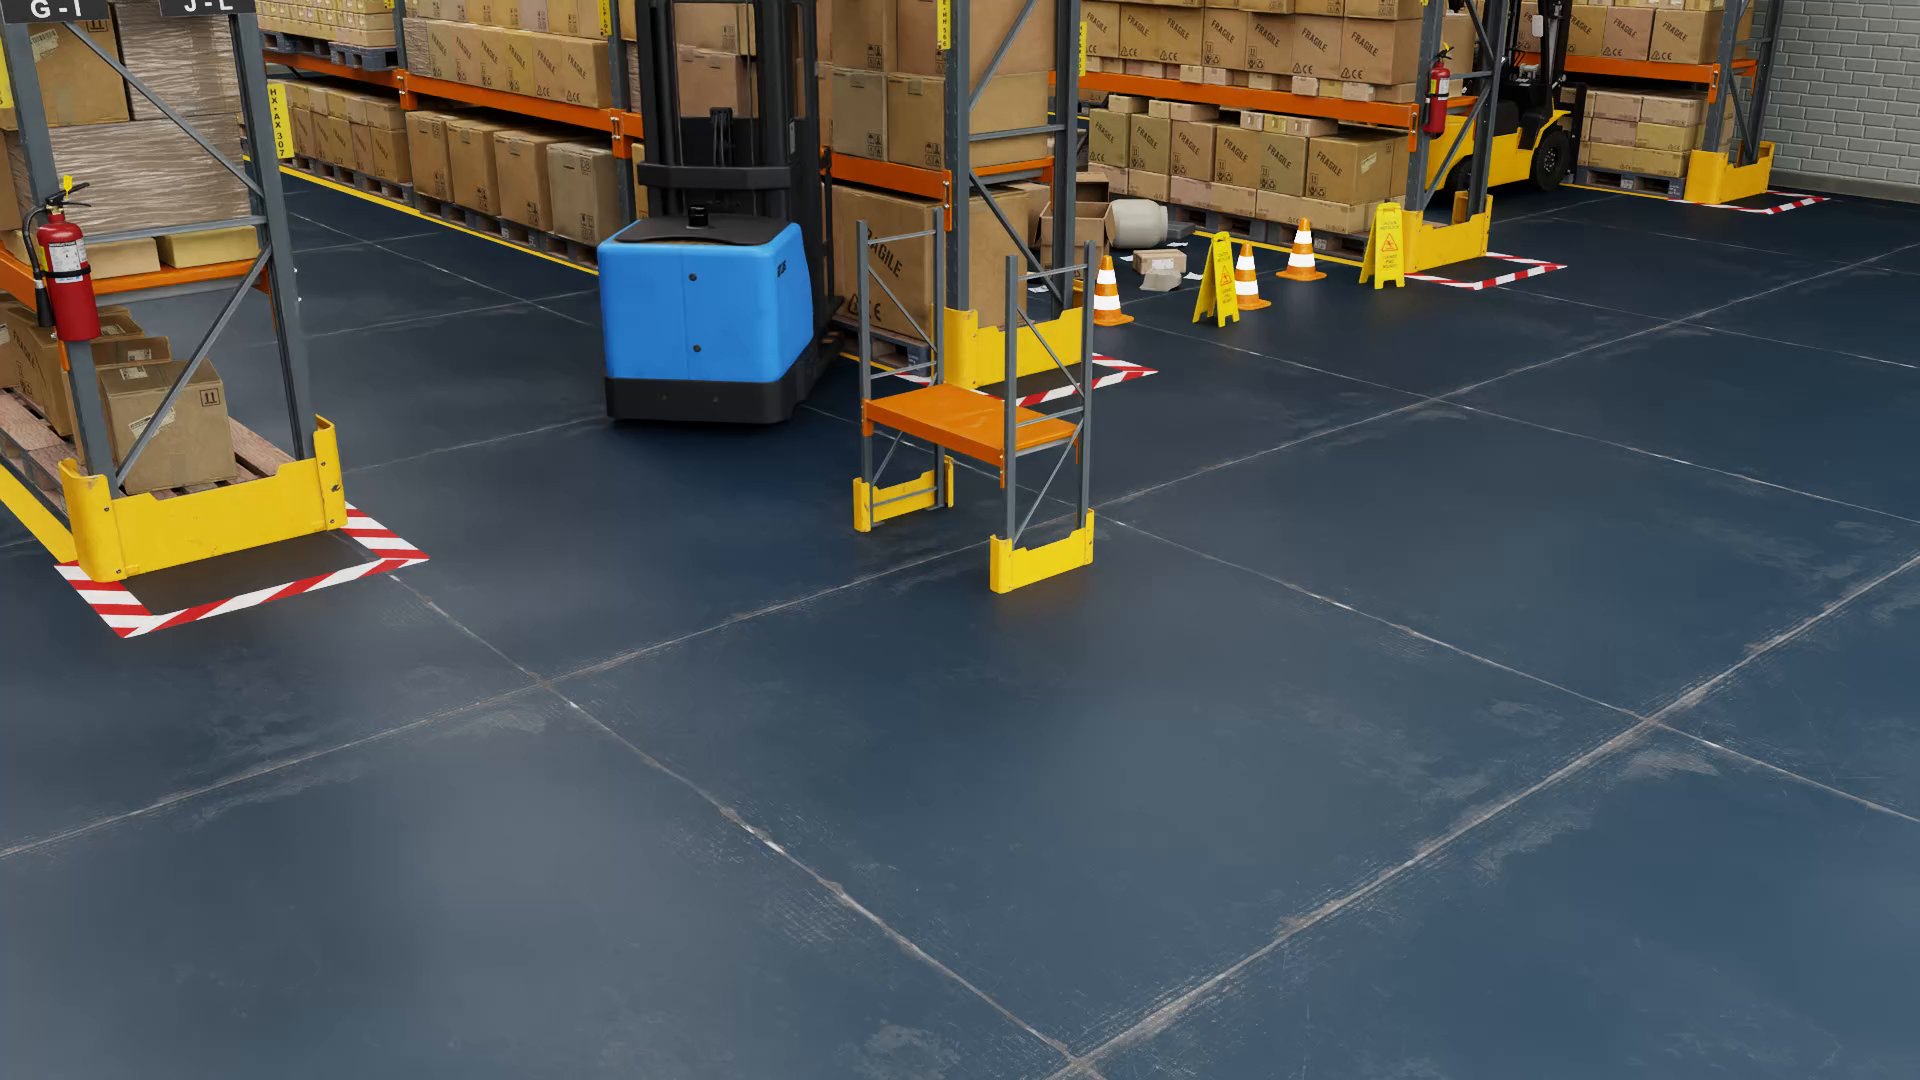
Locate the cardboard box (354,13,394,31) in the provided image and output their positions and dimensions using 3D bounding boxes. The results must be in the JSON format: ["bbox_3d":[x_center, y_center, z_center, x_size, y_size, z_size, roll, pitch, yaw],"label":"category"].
[{"bbox_3d":[-5.560,-4.968,15.916,0.380,0.149,0.250,-17,27,-36],"label":"cardboard box"}]

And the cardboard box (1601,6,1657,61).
[{"bbox_3d":[6.919,-5.167,16.927,0.500,0.500,0.500,-16,27,-36],"label":"cardboard box"}]

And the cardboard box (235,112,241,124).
[{"bbox_3d":[-8.324,-4.988,19.531,0.380,0.149,0.250,-19,28,-39],"label":"cardboard box"}]

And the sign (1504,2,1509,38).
[{"bbox_3d":[4.424,-4.251,13.538,0.100,0.325,0.005,-17,27,-37],"label":"sign"}]

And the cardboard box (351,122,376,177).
[{"bbox_3d":[-5.856,-4.019,16.983,0.500,0.500,0.500,-16,27,-35],"label":"cardboard box"}]

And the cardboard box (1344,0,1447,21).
[{"bbox_3d":[3.515,-4.459,13.339,0.700,0.500,0.500,-18,28,-39],"label":"cardboard box"}]

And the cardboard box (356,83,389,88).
[{"bbox_3d":[-6.145,-4.776,17.887,0.500,0.250,0.500,-19,28,-40],"label":"cardboard box"}]

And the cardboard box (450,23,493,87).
[{"bbox_3d":[-4.141,-4.302,14.718,0.500,0.500,0.500,-17,27,-37],"label":"cardboard box"}]

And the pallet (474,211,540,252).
[{"bbox_3d":[-3.643,-2.852,14.976,1.003,0.211,1.213,-17,27,-37],"label":"pallet"}]

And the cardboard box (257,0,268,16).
[{"bbox_3d":[-7.256,-5.685,17.745,0.380,0.149,0.250,-17,27,-36],"label":"cardboard box"}]

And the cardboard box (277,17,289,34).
[{"bbox_3d":[-6.920,-5.403,17.435,0.380,0.149,0.250,-19,28,-40],"label":"cardboard box"}]

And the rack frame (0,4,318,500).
[{"bbox_3d":[-3.494,-1.360,7.343,1.000,3.000,0.127,-17,27,-37],"label":"rack frame"}]

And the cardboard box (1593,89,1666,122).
[{"bbox_3d":[6.897,-4.475,17.120,0.500,0.250,0.500,-17,27,-36],"label":"cardboard box"}]

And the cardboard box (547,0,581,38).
[{"bbox_3d":[-2.948,-4.407,13.616,0.700,0.500,0.500,-18,28,-38],"label":"cardboard box"}]

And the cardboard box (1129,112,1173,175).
[{"bbox_3d":[1.941,-3.716,15.525,0.500,0.500,0.500,-16,27,-35],"label":"cardboard box"}]

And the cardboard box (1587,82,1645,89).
[{"bbox_3d":[6.954,-4.738,17.792,0.500,0.250,0.500,-18,27,-38],"label":"cardboard box"}]

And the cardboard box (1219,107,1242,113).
[{"bbox_3d":[2.325,-3.849,15.864,0.500,0.500,0.500,-17,27,-36],"label":"cardboard box"}]

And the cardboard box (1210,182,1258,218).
[{"bbox_3d":[2.604,-3.082,14.934,0.500,0.250,0.500,-19,28,-39],"label":"cardboard box"}]

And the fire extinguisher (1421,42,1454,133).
[{"bbox_3d":[3.739,-3.542,13.020,0.296,0.674,0.183,-17,27,-37],"label":"fire extinguisher"}]

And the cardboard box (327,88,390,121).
[{"bbox_3d":[-6.195,-4.512,17.213,0.500,0.250,0.500,-17,27,-36],"label":"cardboard box"}]

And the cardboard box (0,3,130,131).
[{"bbox_3d":[-4.040,-2.104,7.326,0.500,0.500,0.500,-17,27,-37],"label":"cardboard box"}]

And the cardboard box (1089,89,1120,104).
[{"bbox_3d":[2.110,-6.209,22.576,0.500,0.500,0.500,-16,27,-36],"label":"cardboard box"}]

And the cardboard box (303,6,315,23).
[{"bbox_3d":[-6.404,-5.324,16.825,0.380,0.149,0.250,-17,27,-36],"label":"cardboard box"}]

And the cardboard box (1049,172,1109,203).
[{"bbox_3d":[1.071,-3.042,15.061,0.500,0.500,0.500,0,21,-1],"label":"cardboard box"}]

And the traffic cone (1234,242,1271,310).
[{"bbox_3d":[2.136,-1.991,12.434,0.336,0.463,0.334,-17,27,-37],"label":"traffic cone"}]

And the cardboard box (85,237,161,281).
[{"bbox_3d":[-3.837,-1.273,7.465,0.380,0.149,0.250,-17,27,-37],"label":"cardboard box"}]

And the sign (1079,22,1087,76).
[{"bbox_3d":[0.754,-3.083,10.447,0.100,0.325,0.005,-17,27,-37],"label":"sign"}]

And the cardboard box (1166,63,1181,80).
[{"bbox_3d":[2.098,-4.277,15.137,0.380,0.149,0.250,-18,27,-38],"label":"cardboard box"}]

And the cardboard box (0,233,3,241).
[{"bbox_3d":[-4.665,-1.614,8.336,0.380,0.149,0.250,-17,27,-37],"label":"cardboard box"}]

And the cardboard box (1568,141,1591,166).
[{"bbox_3d":[6.588,-4.152,17.665,0.500,0.250,0.500,-17,27,-37],"label":"cardboard box"}]

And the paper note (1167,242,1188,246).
[{"bbox_3d":[1.907,-2.594,14.566,0.148,0.019,0.142,12,24,27],"label":"paper note"}]

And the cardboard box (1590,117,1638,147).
[{"bbox_3d":[6.898,-4.251,17.233,0.500,0.250,0.500,-18,28,-38],"label":"cardboard box"}]

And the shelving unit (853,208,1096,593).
[{"bbox_3d":[0.050,-0.677,7.657,0.587,1.500,1.083,-17,27,-37],"label":"shelving unit"}]

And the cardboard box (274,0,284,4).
[{"bbox_3d":[-6.914,-5.678,17.321,0.380,0.149,0.250,-18,28,-38],"label":"cardboard box"}]

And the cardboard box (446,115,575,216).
[{"bbox_3d":[-3.990,-3.441,15.165,1.050,0.750,0.750,-17,27,-37],"label":"cardboard box"}]

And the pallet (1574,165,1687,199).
[{"bbox_3d":[7.240,-3.805,17.408,1.003,0.211,1.213,-17,27,-37],"label":"pallet"}]

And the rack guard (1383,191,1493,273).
[{"bbox_3d":[3.964,-2.576,13.876,1.175,0.500,0.348,-17,27,-37],"label":"rack guard"}]

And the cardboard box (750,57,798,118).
[{"bbox_3d":[-0.970,-3.142,11.688,0.875,0.550,0.500,-17,27,-37],"label":"cardboard box"}]

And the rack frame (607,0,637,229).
[{"bbox_3d":[-2.282,-3.618,13.108,1.000,3.000,0.127,-17,27,-37],"label":"rack frame"}]

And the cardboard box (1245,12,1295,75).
[{"bbox_3d":[2.803,-4.267,14.220,0.500,0.500,0.500,-18,27,-38],"label":"cardboard box"}]

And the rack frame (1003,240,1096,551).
[{"bbox_3d":[0.388,-0.534,7.292,0.500,1.500,0.032,-17,27,-37],"label":"rack frame"}]

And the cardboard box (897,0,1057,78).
[{"bbox_3d":[0.116,-3.197,10.348,0.875,0.550,0.550,-17,27,-37],"label":"cardboard box"}]

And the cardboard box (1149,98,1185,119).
[{"bbox_3d":[1.956,-3.973,15.291,0.380,0.149,0.250,-16,27,-35],"label":"cardboard box"}]

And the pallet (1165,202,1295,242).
[{"bbox_3d":[2.668,-3.011,15.383,1.003,0.211,1.213,-17,27,-37],"label":"pallet"}]

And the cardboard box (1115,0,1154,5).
[{"bbox_3d":[1.842,-5.155,15.117,0.700,0.500,0.500,-17,27,-37],"label":"cardboard box"}]

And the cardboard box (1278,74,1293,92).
[{"bbox_3d":[2.955,-3.942,14.280,0.380,0.149,0.250,-17,27,-37],"label":"cardboard box"}]

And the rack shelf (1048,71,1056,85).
[{"bbox_3d":[0.097,-5.042,17.730,1.077,0.370,4.000,-17,27,-37],"label":"rack shelf"}]

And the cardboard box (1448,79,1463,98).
[{"bbox_3d":[3.948,-3.745,13.778,0.380,0.149,0.250,-17,27,-37],"label":"cardboard box"}]

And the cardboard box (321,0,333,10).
[{"bbox_3d":[-6.070,-5.320,16.407,0.380,0.149,0.250,-16,27,-36],"label":"cardboard box"}]

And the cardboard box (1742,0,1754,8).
[{"bbox_3d":[7.746,-5.406,16.646,0.380,0.149,0.250,-18,28,-39],"label":"cardboard box"}]

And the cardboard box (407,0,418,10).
[{"bbox_3d":[-5.225,-5.326,16.422,0.380,0.149,0.250,-18,28,-39],"label":"cardboard box"}]

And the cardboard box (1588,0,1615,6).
[{"bbox_3d":[6.657,-5.563,17.048,0.380,0.149,0.250,-19,28,-39],"label":"cardboard box"}]

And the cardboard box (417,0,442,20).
[{"bbox_3d":[-4.607,-5.109,15.406,0.700,0.500,0.500,-18,27,-38],"label":"cardboard box"}]

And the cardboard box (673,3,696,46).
[{"bbox_3d":[-1.620,-3.956,12.285,0.875,0.550,0.550,-17,27,-37],"label":"cardboard box"}]

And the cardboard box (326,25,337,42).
[{"bbox_3d":[-6.052,-5.038,16.503,0.380,0.149,0.250,-18,28,-38],"label":"cardboard box"}]

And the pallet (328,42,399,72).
[{"bbox_3d":[-5.439,-4.805,16.403,1.213,0.211,1.003,-17,27,-37],"label":"pallet"}]

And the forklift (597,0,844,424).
[{"bbox_3d":[-1.371,-2.526,10.415,1.130,2.935,3.031,2,22,6],"label":"forklift"}]

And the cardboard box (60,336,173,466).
[{"bbox_3d":[-4.305,-0.725,8.574,0.500,0.500,0.500,-10,23,-24],"label":"cardboard box"}]
